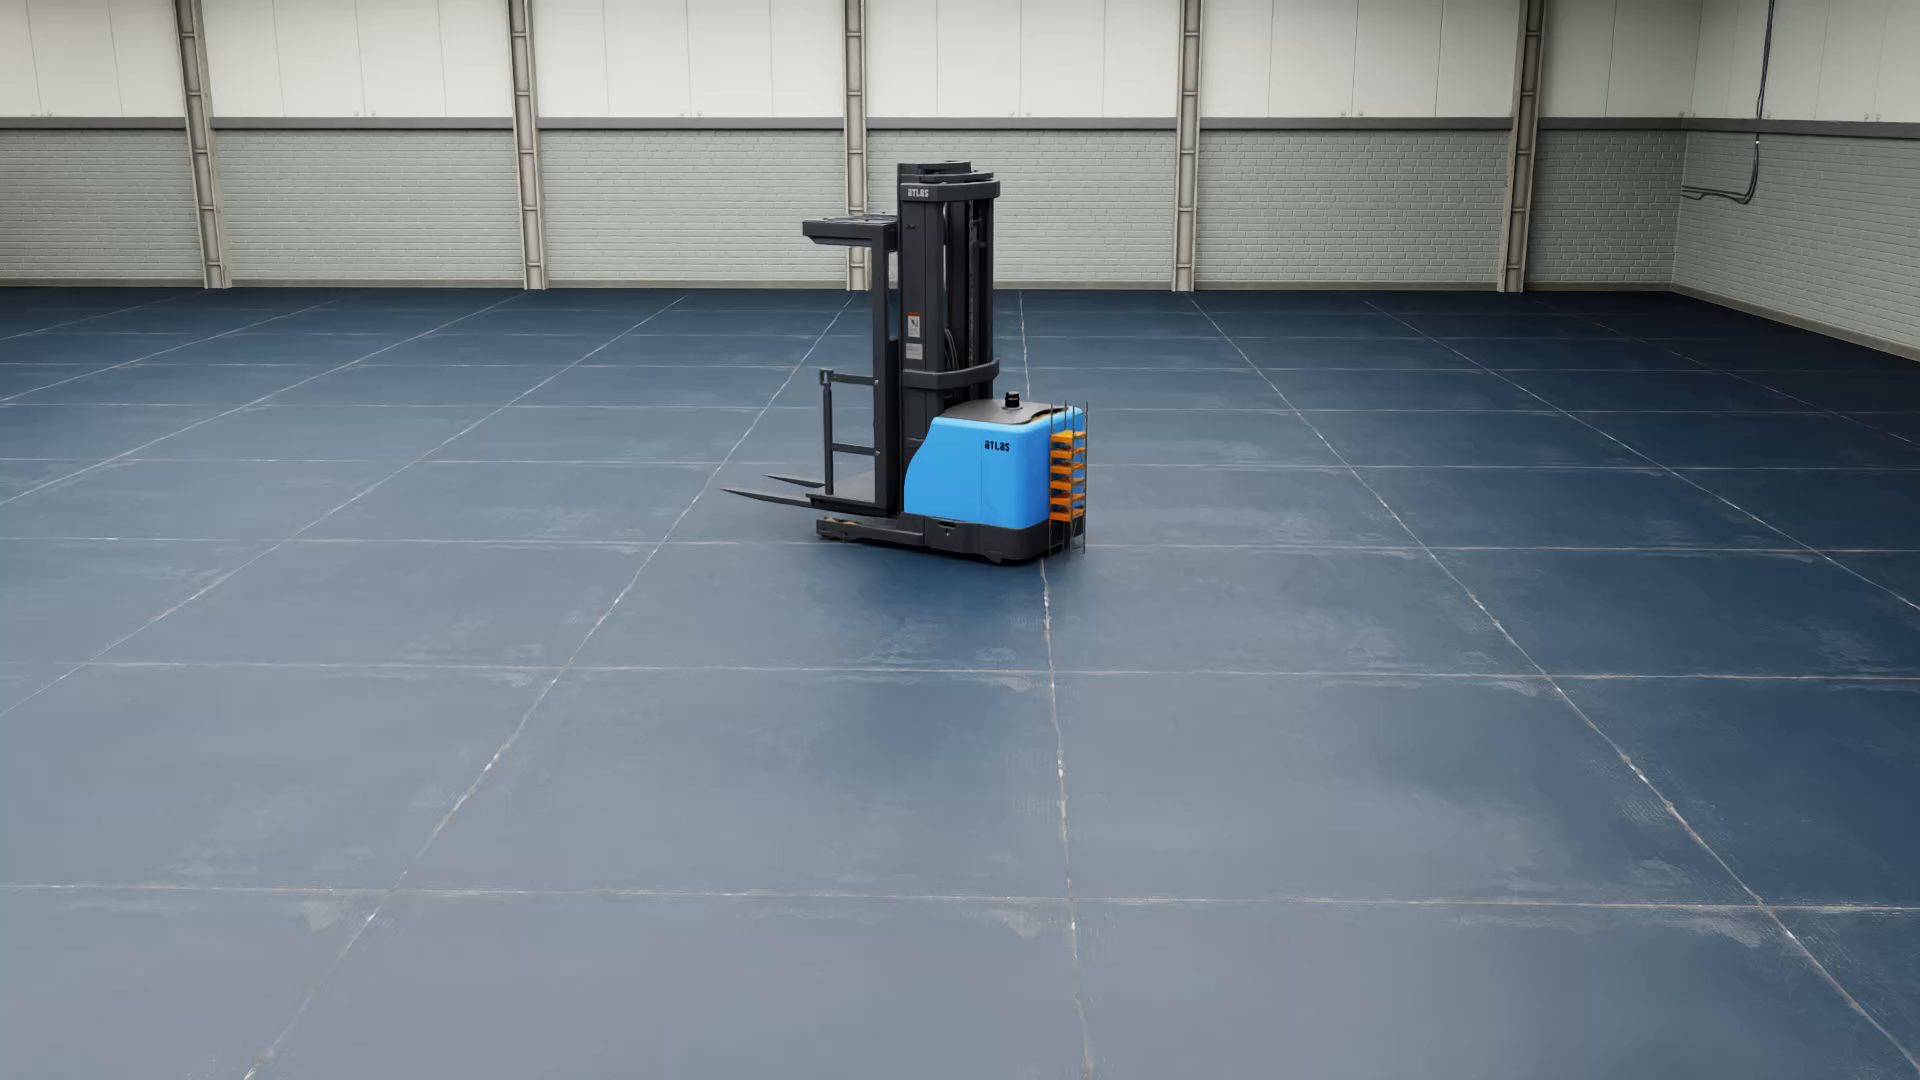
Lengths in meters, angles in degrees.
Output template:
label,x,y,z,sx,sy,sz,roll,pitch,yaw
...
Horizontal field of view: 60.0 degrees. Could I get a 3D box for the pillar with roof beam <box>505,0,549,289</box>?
label,x,y,z,sx,sy,sz,roll,pitch,yaw
pillar with roof beam,-8.000,-7.943,25.701,0.400,9.000,9.100,0,15,1

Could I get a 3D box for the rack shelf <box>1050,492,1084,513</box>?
label,x,y,z,sx,sy,sz,roll,pitch,yaw
rack shelf,0.819,-0.290,12.625,0.180,0.103,0.258,9,17,30

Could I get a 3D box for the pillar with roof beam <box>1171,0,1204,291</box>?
label,x,y,z,sx,sy,sz,roll,pitch,yaw
pillar with roof beam,3.996,-7.865,25.404,0.400,9.000,9.100,0,15,1

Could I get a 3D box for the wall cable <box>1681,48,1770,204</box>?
label,x,y,z,sx,sy,sz,roll,pitch,yaw
wall cable,13.015,-7.066,28.462,0.112,2.526,3.097,0,15,1

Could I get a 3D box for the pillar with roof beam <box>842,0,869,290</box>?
label,x,y,z,sx,sy,sz,roll,pitch,yaw
pillar with roof beam,-2.002,-7.904,25.552,0.400,9.000,9.100,0,15,1

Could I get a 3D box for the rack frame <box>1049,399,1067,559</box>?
label,x,y,z,sx,sy,sz,roll,pitch,yaw
rack frame,0.741,-0.461,12.629,0.006,1.200,0.240,9,17,30

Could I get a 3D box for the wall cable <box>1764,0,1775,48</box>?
label,x,y,z,sx,sy,sz,roll,pitch,yaw
wall cable,12.946,-8.818,25.203,0.112,2.526,3.097,0,15,1

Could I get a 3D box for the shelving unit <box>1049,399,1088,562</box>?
label,x,y,z,sx,sy,sz,roll,pitch,yaw
shelving unit,0.819,-0.449,12.583,0.189,1.200,0.258,9,17,30

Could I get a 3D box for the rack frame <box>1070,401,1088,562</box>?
label,x,y,z,sx,sy,sz,roll,pitch,yaw
rack frame,0.897,-0.437,12.537,0.006,1.200,0.240,9,17,30

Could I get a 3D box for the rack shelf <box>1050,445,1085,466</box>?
label,x,y,z,sx,sy,sz,roll,pitch,yaw
rack shelf,0.819,-0.638,12.533,0.180,0.103,0.258,9,17,30

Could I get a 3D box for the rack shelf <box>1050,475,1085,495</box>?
label,x,y,z,sx,sy,sz,roll,pitch,yaw
rack shelf,0.819,-0.406,12.595,0.180,0.103,0.258,9,17,30

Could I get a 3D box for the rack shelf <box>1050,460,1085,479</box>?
label,x,y,z,sx,sy,sz,roll,pitch,yaw
rack shelf,0.819,-0.522,12.564,0.180,0.103,0.258,9,17,30

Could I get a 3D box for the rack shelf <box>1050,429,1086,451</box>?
label,x,y,z,sx,sy,sz,roll,pitch,yaw
rack shelf,0.819,-0.754,12.503,0.180,0.103,0.258,9,17,30

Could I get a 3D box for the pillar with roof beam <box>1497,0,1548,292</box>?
label,x,y,z,sx,sy,sz,roll,pitch,yaw
pillar with roof beam,9.994,-7.826,25.256,0.400,9.000,9.100,0,15,1

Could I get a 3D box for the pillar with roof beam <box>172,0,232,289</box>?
label,x,y,z,sx,sy,sz,roll,pitch,yaw
pillar with roof beam,-13.998,-7.982,25.849,0.400,9.000,9.100,0,15,1

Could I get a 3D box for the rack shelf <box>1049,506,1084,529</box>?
label,x,y,z,sx,sy,sz,roll,pitch,yaw
rack shelf,0.819,-0.174,12.656,0.180,0.103,0.258,9,17,30

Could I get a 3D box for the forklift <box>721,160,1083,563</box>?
label,x,y,z,sx,sy,sz,roll,pitch,yaw
forklift,-0.552,-1.503,13.187,3.031,2.935,1.130,9,17,30
